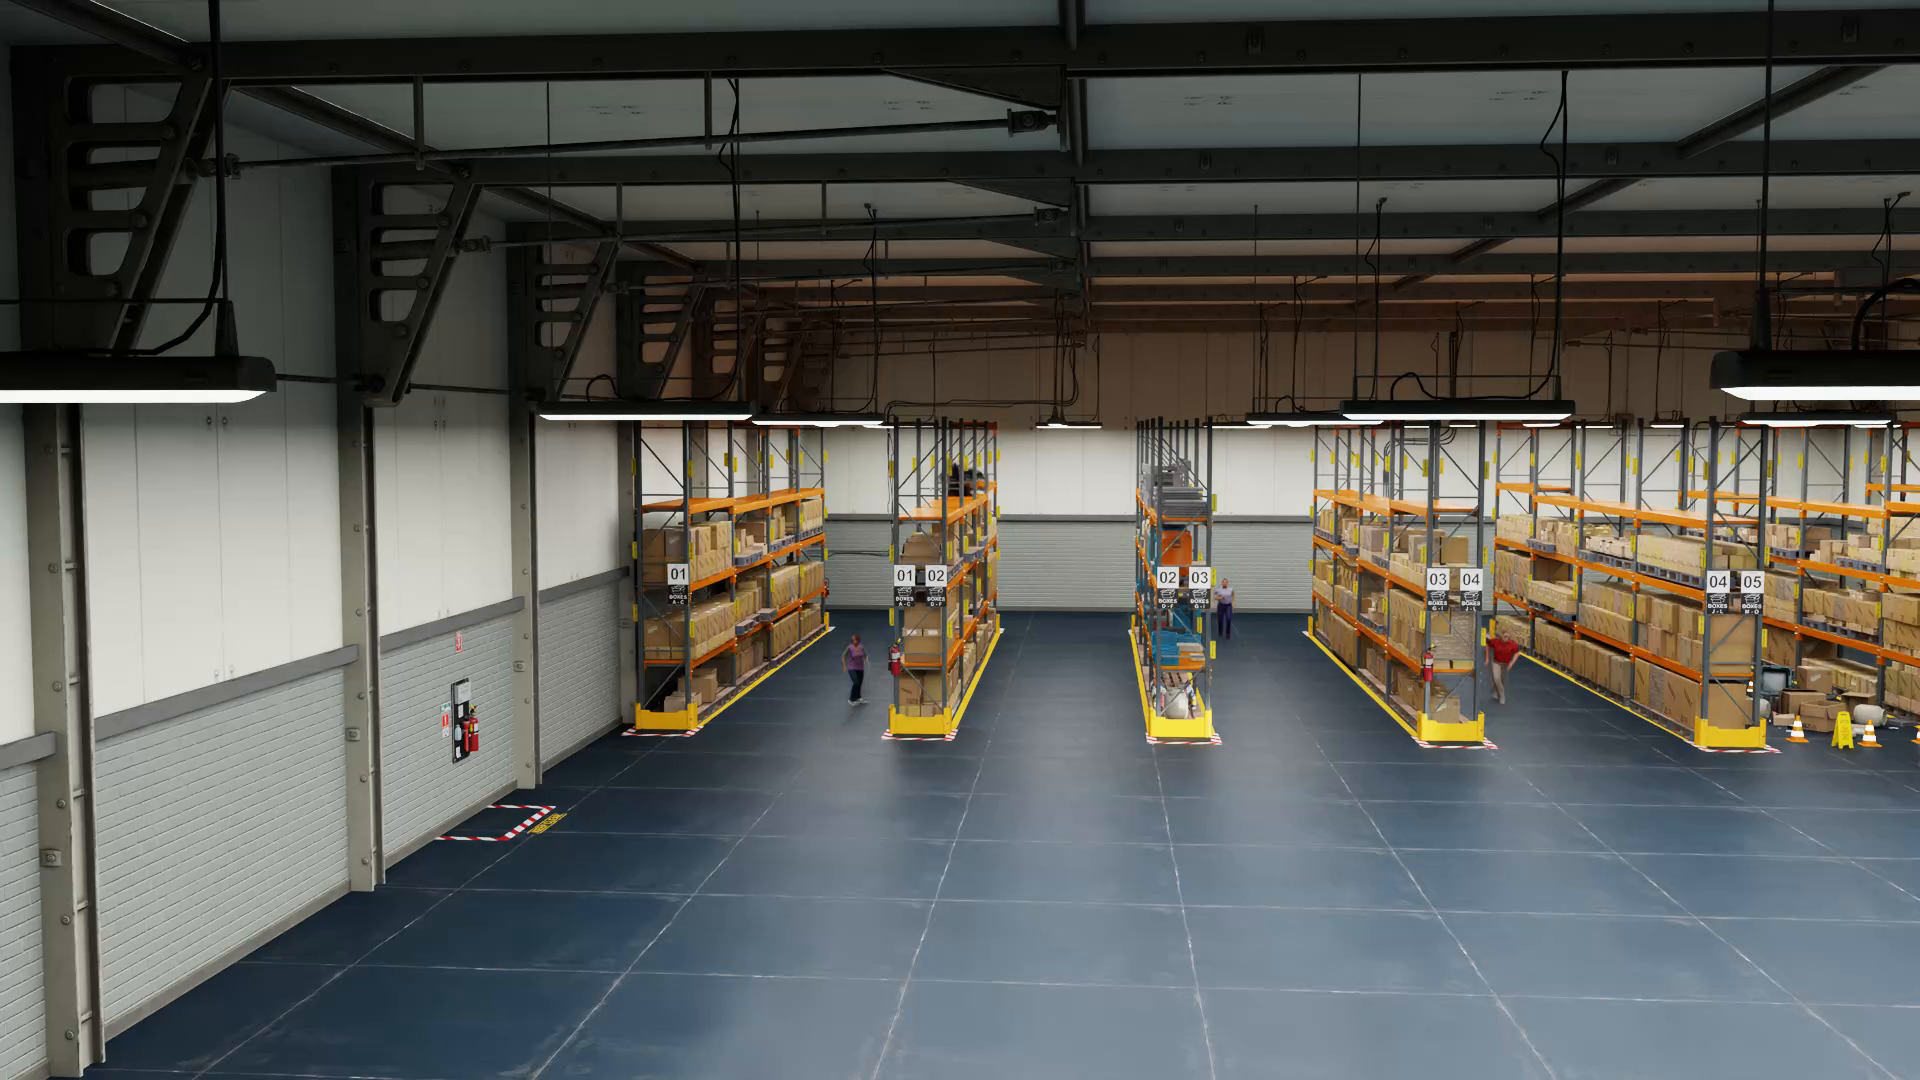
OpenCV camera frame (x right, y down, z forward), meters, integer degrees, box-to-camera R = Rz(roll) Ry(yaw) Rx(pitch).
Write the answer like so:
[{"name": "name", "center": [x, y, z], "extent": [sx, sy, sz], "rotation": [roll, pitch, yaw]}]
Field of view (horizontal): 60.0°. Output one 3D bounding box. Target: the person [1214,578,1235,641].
[{"name": "person", "center": [7.293, 1.899, 45.869], "extent": [0.594, 1.695, 0.852], "rotation": [0, 4, 3]}]

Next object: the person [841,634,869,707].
[{"name": "person", "center": [-2.140, 2.719, 34.728], "extent": [0.561, 1.551, 0.757], "rotation": [-3, 5, -35]}]

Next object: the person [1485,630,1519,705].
[{"name": "person", "center": [11.419, 2.677, 35.123], "extent": [0.676, 1.491, 1.059], "rotation": [1, 4, 10]}]
